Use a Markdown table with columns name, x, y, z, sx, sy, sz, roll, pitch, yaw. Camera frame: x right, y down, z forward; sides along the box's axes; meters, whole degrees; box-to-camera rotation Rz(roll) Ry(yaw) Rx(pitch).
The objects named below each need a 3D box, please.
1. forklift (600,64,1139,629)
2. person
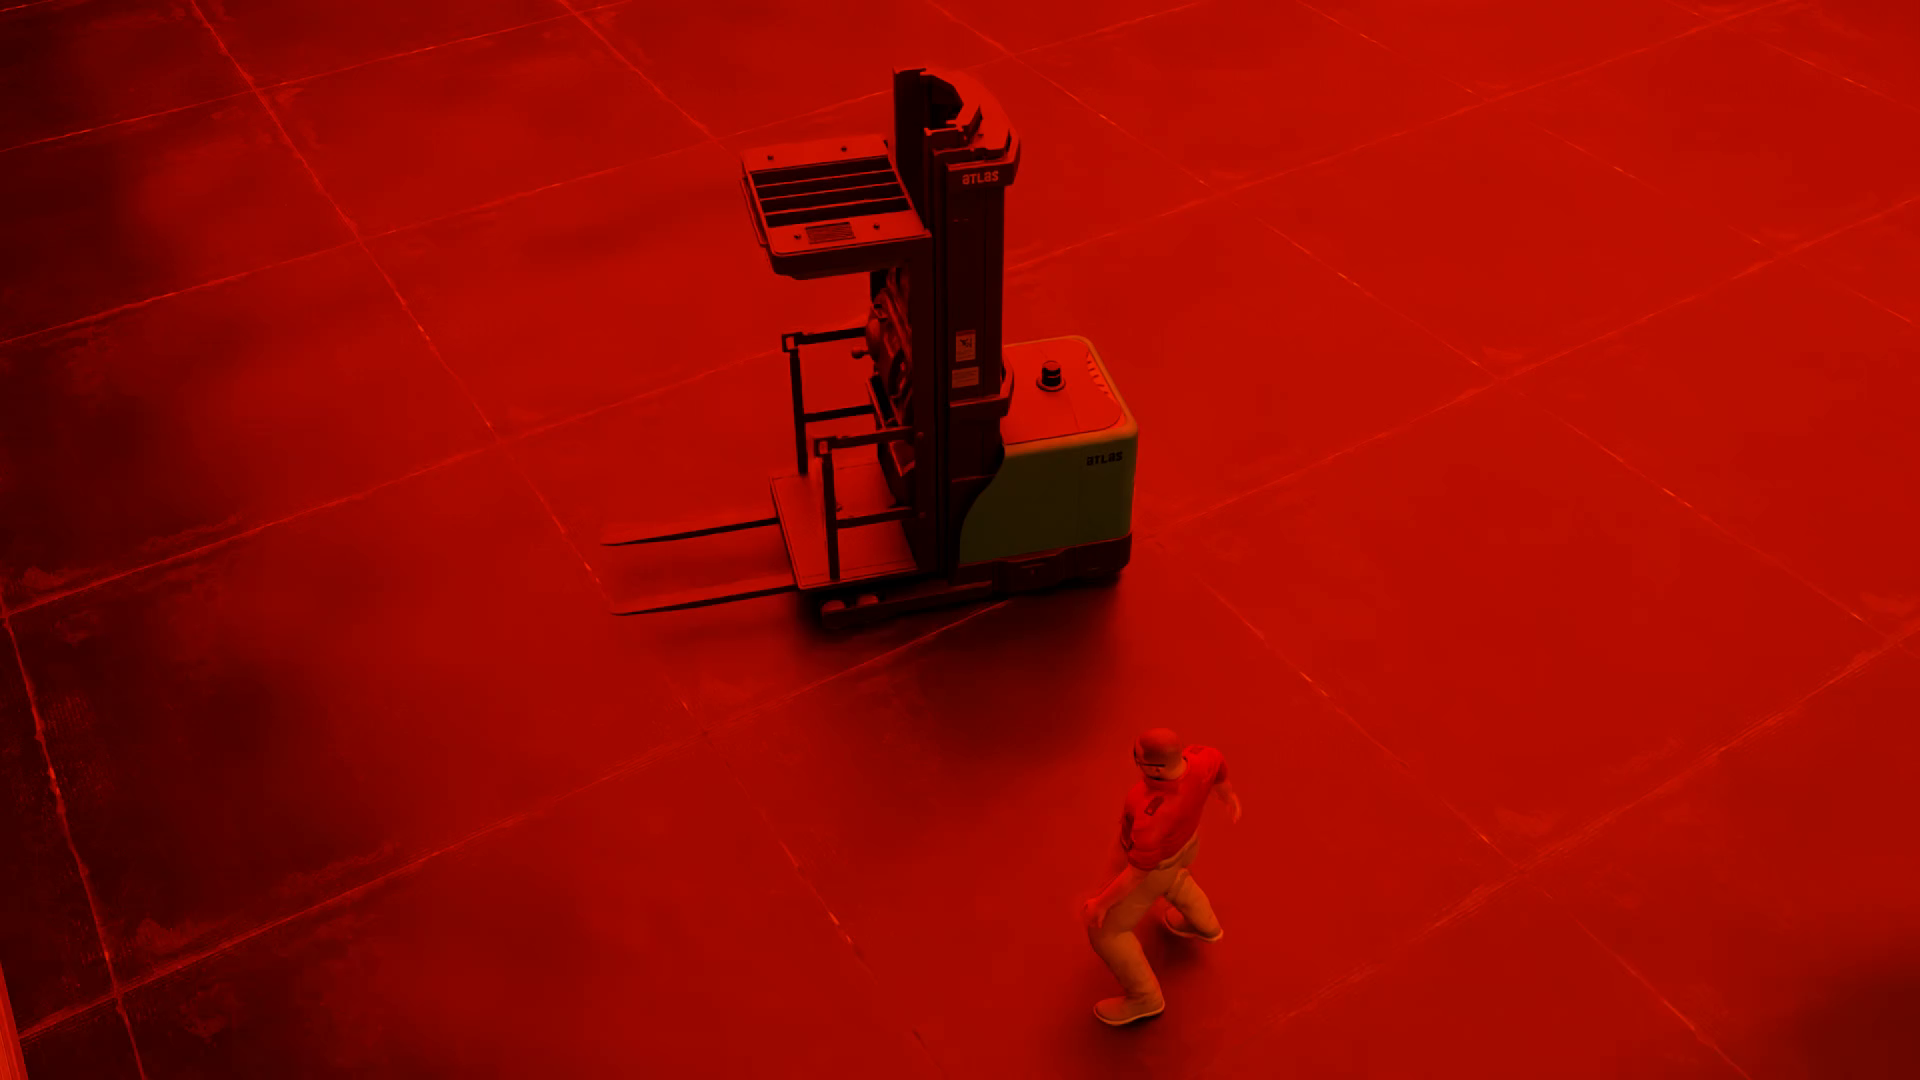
| name | x | y | z | sx | sy | sz | roll | pitch | yaw |
| --- | --- | --- | --- | --- | --- | --- | --- | --- | --- |
| forklift | -0.568 | -0.981 | 8.993 | 3.031 | 2.935 | 1.130 | -10 | 42 | -11 |
| person | 0.895 | 1.352 | 7.315 | 0.505 | 1.645 | 0.913 | 30 | 49 | 30 |
